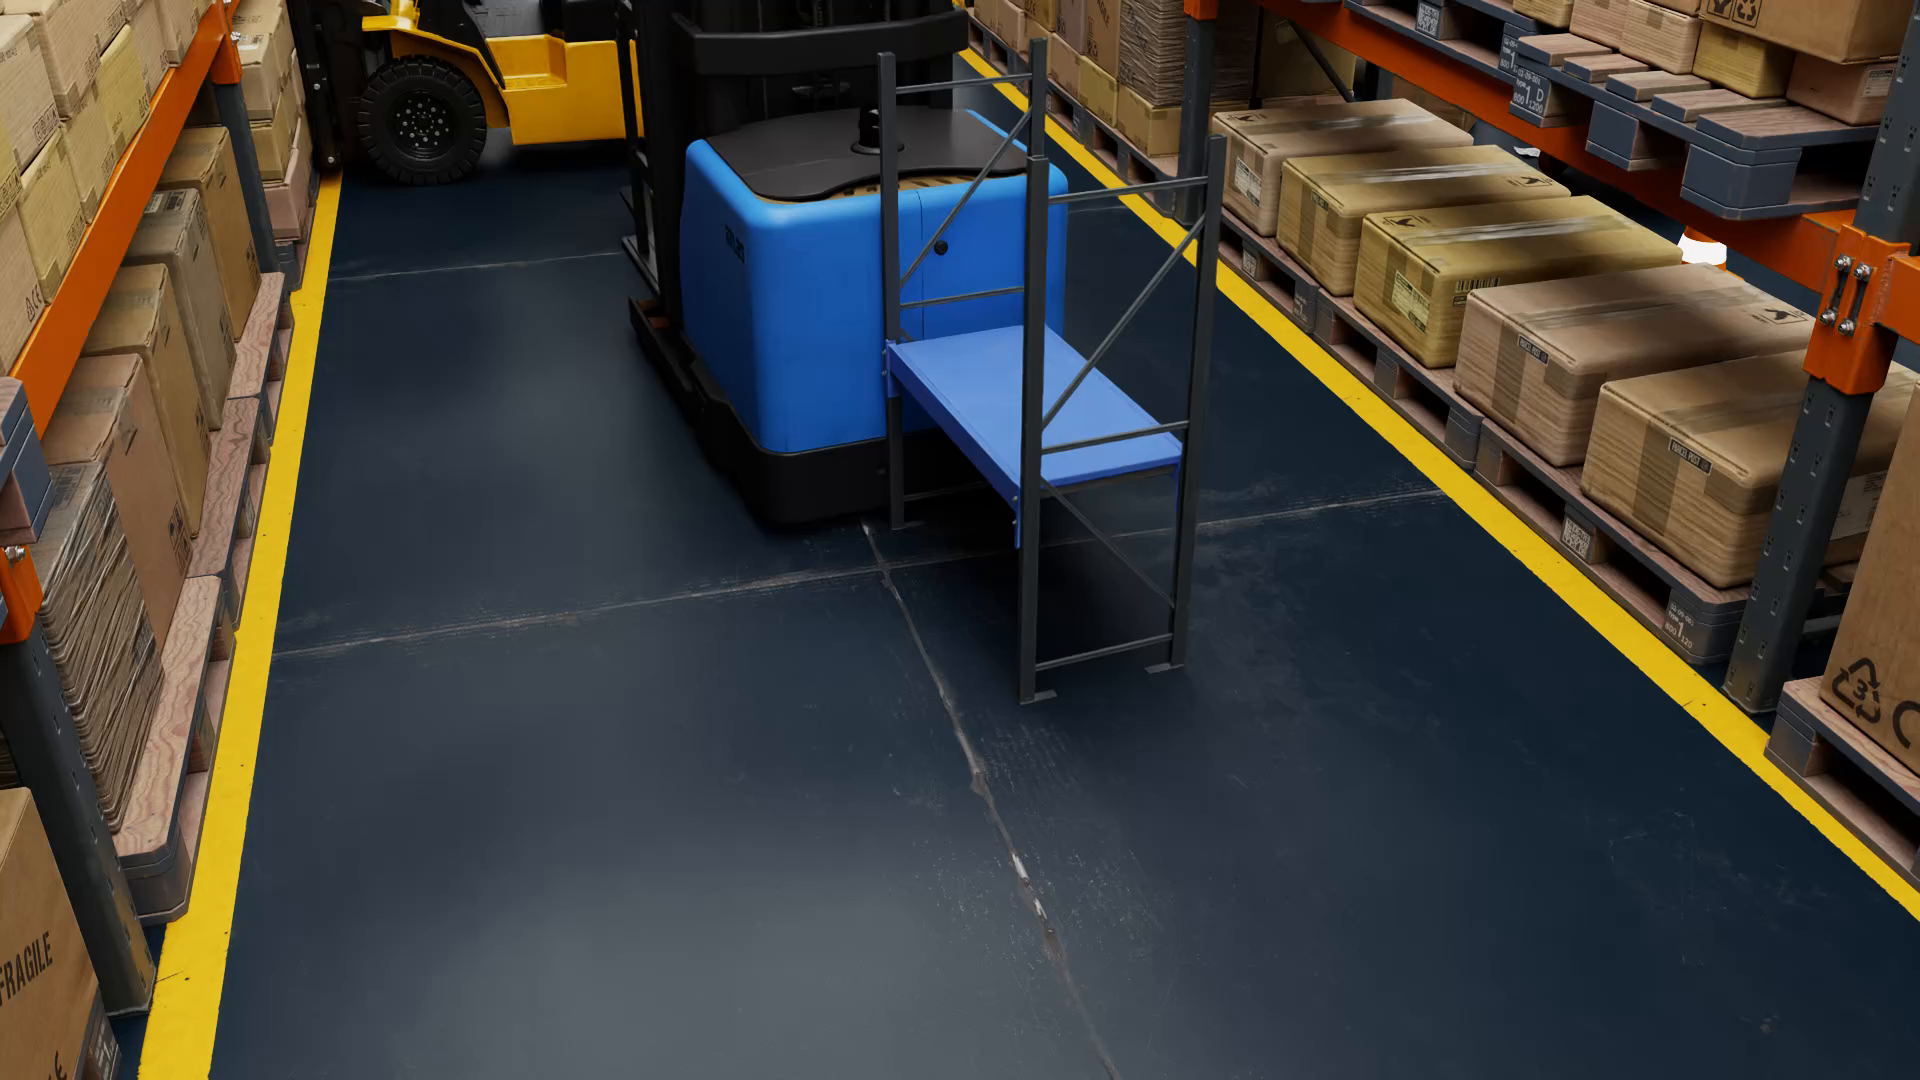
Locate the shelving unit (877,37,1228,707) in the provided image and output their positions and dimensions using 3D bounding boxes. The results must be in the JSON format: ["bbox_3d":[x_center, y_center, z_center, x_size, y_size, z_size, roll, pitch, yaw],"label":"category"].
[{"bbox_3d":[0.199,-0.490,4.600,0.538,1.500,1.048,-11,32,-19],"label":"shelving unit"}]

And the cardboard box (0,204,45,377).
[{"bbox_3d":[-2.095,-0.441,3.168,0.500,0.250,0.500,-8,31,-13],"label":"cardboard box"}]

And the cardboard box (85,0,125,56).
[{"bbox_3d":[-2.509,-1.398,4.322,0.500,0.250,0.500,-7,31,-13],"label":"cardboard box"}]

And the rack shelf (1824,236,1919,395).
[{"bbox_3d":[3.102,0.356,2.358,1.077,0.370,4.000,-8,31,-13],"label":"rack shelf"}]

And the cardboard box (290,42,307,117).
[{"bbox_3d":[-3.364,-2.161,7.816,0.500,0.250,0.500,-8,31,-14],"label":"cardboard box"}]

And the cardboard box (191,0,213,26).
[{"bbox_3d":[-2.889,-1.918,5.719,0.500,0.250,0.500,-7,31,-12],"label":"cardboard box"}]

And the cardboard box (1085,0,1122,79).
[{"bbox_3d":[0.957,-2.665,8.437,0.500,0.500,0.500,-7,31,-12],"label":"cardboard box"}]

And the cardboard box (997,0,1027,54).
[{"bbox_3d":[0.524,-3.103,9.942,0.500,0.250,0.500,-7,31,-11],"label":"cardboard box"}]

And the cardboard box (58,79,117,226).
[{"bbox_3d":[-2.368,-0.933,4.017,0.500,0.250,0.500,-9,31,-15],"label":"cardboard box"}]

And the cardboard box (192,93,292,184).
[{"bbox_3d":[-3.106,-1.674,6.974,0.500,0.250,0.500,-8,31,-14],"label":"cardboard box"}]

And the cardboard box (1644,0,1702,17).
[{"bbox_3d":[2.035,-1.706,4.387,0.500,0.500,0.500,-8,31,-14],"label":"cardboard box"}]

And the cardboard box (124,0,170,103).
[{"bbox_3d":[-2.648,-1.432,4.879,0.500,0.250,0.500,-8,31,-13],"label":"cardboard box"}]

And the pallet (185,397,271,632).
[{"bbox_3d":[-2.714,-0.043,5.114,1.003,0.211,1.213,-8,31,-13],"label":"pallet"}]

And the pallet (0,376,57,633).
[{"bbox_3d":[-1.966,0.142,2.202,1.213,0.211,1.003,-8,31,-13],"label":"pallet"}]

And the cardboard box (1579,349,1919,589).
[{"bbox_3d":[2.431,-0.240,4.874,0.950,0.372,0.625,-10,32,-17],"label":"cardboard box"}]

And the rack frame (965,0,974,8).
[{"bbox_3d":[0.448,-4.785,10.522,1.000,3.000,0.127,-8,31,-13],"label":"rack frame"}]

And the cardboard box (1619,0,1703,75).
[{"bbox_3d":[2.006,-1.357,4.431,0.380,0.149,0.250,-8,31,-14],"label":"cardboard box"}]

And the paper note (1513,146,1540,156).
[{"bbox_3d":[3.014,-2.051,8.763,0.148,0.019,0.142,-8,31,-13],"label":"paper note"}]

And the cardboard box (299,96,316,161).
[{"bbox_3d":[-3.385,-1.950,7.950,0.500,0.250,0.500,-7,31,-12],"label":"cardboard box"}]

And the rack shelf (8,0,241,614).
[{"bbox_3d":[-2.744,-0.914,4.553,1.077,0.370,4.000,-8,31,-13],"label":"rack shelf"}]

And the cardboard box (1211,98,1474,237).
[{"bbox_3d":[1.651,-1.644,7.301,0.950,0.372,0.625,-7,31,-13],"label":"cardboard box"}]

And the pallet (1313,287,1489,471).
[{"bbox_3d":[2.045,-0.680,6.214,1.003,0.211,1.213,-8,31,-13],"label":"pallet"}]

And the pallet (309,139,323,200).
[{"bbox_3d":[-3.773,-1.964,8.433,1.003,0.211,1.213,-8,31,-13],"label":"pallet"}]

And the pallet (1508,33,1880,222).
[{"bbox_3d":[2.279,-1.168,4.465,1.213,0.211,1.003,-8,31,-13],"label":"pallet"}]

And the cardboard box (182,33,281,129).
[{"bbox_3d":[-3.101,-1.891,6.850,0.500,0.250,0.500,-8,31,-14],"label":"cardboard box"}]

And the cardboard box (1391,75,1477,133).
[{"bbox_3d":[2.537,-2.471,9.017,0.500,0.500,0.500,13,32,21],"label":"cardboard box"}]

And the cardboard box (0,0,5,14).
[{"bbox_3d":[-2.261,-1.150,3.496,0.380,0.149,0.250,-8,31,-13],"label":"cardboard box"}]

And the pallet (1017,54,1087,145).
[{"bbox_3d":[0.970,-2.556,9.455,1.003,0.211,1.213,-8,31,-13],"label":"pallet"}]

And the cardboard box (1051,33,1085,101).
[{"bbox_3d":[0.812,-2.597,9.067,0.500,0.250,0.500,-7,31,-13],"label":"cardboard box"}]

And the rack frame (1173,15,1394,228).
[{"bbox_3d":[1.510,-2.853,7.185,1.000,3.000,0.127,-8,31,-13],"label":"rack frame"}]

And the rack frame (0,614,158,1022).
[{"bbox_3d":[-2.213,-0.259,2.704,1.000,3.000,0.127,-8,31,-13],"label":"rack frame"}]

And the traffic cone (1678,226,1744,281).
[{"bbox_3d":[3.189,-1.342,7.107,0.336,0.463,0.334,-8,31,-13],"label":"traffic cone"}]

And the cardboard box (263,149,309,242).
[{"bbox_3d":[-3.084,-1.461,7.105,0.500,0.250,0.500,-8,31,-13],"label":"cardboard box"}]

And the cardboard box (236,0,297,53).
[{"bbox_3d":[-3.370,-2.378,7.692,0.500,0.250,0.500,-7,31,-12],"label":"cardboard box"}]

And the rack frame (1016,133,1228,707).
[{"bbox_3d":[0.388,-0.254,4.192,0.500,1.500,0.032,-11,32,-19],"label":"rack frame"}]

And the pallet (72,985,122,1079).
[{"bbox_3d":[-2.052,1.313,2.771,1.003,0.211,1.213,-8,31,-13],"label":"pallet"}]

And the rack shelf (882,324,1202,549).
[{"bbox_3d":[0.199,-0.335,4.690,0.538,0.185,1.000,-11,32,-19],"label":"rack shelf"}]

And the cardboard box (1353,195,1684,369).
[{"bbox_3d":[2.032,-0.962,6.122,0.950,0.372,0.625,-7,31,-12],"label":"cardboard box"}]

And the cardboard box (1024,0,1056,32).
[{"bbox_3d":[0.671,-3.168,9.306,0.500,0.500,0.500,-7,31,-12],"label":"cardboard box"}]

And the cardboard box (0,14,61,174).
[{"bbox_3d":[-2.227,-0.900,3.460,0.500,0.250,0.500,-7,31,-12],"label":"cardboard box"}]

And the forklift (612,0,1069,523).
[{"bbox_3d":[-0.671,-2.043,5.855,1.130,2.935,3.031,-11,32,-19],"label":"forklift"}]

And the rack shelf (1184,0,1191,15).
[{"bbox_3d":[0.979,-3.508,9.034,1.077,0.370,4.000,-8,31,-13],"label":"rack shelf"}]

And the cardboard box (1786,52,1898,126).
[{"bbox_3d":[2.257,-1.121,4.024,0.380,0.149,0.250,-7,31,-11],"label":"cardboard box"}]

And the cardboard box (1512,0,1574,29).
[{"bbox_3d":[1.861,-1.610,4.870,0.380,0.149,0.250,-7,31,-12],"label":"cardboard box"}]

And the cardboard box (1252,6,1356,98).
[{"bbox_3d":[1.613,-2.490,8.135,0.500,0.500,0.500,-6,31,-11],"label":"cardboard box"}]

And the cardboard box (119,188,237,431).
[{"bbox_3d":[-2.927,-0.719,5.449,0.875,0.625,0.625,-8,31,-14],"label":"cardboard box"}]

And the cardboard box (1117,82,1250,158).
[{"bbox_3d":[1.094,-2.095,8.200,0.500,0.250,0.500,-6,31,-11],"label":"cardboard box"}]

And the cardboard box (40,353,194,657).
[{"bbox_3d":[-2.547,-0.031,4.260,0.875,0.625,0.625,-7,31,-12],"label":"cardboard box"}]

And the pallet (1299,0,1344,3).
[{"bbox_3d":[1.572,-2.381,6.562,1.003,0.211,1.213,-8,31,-13],"label":"pallet"}]
